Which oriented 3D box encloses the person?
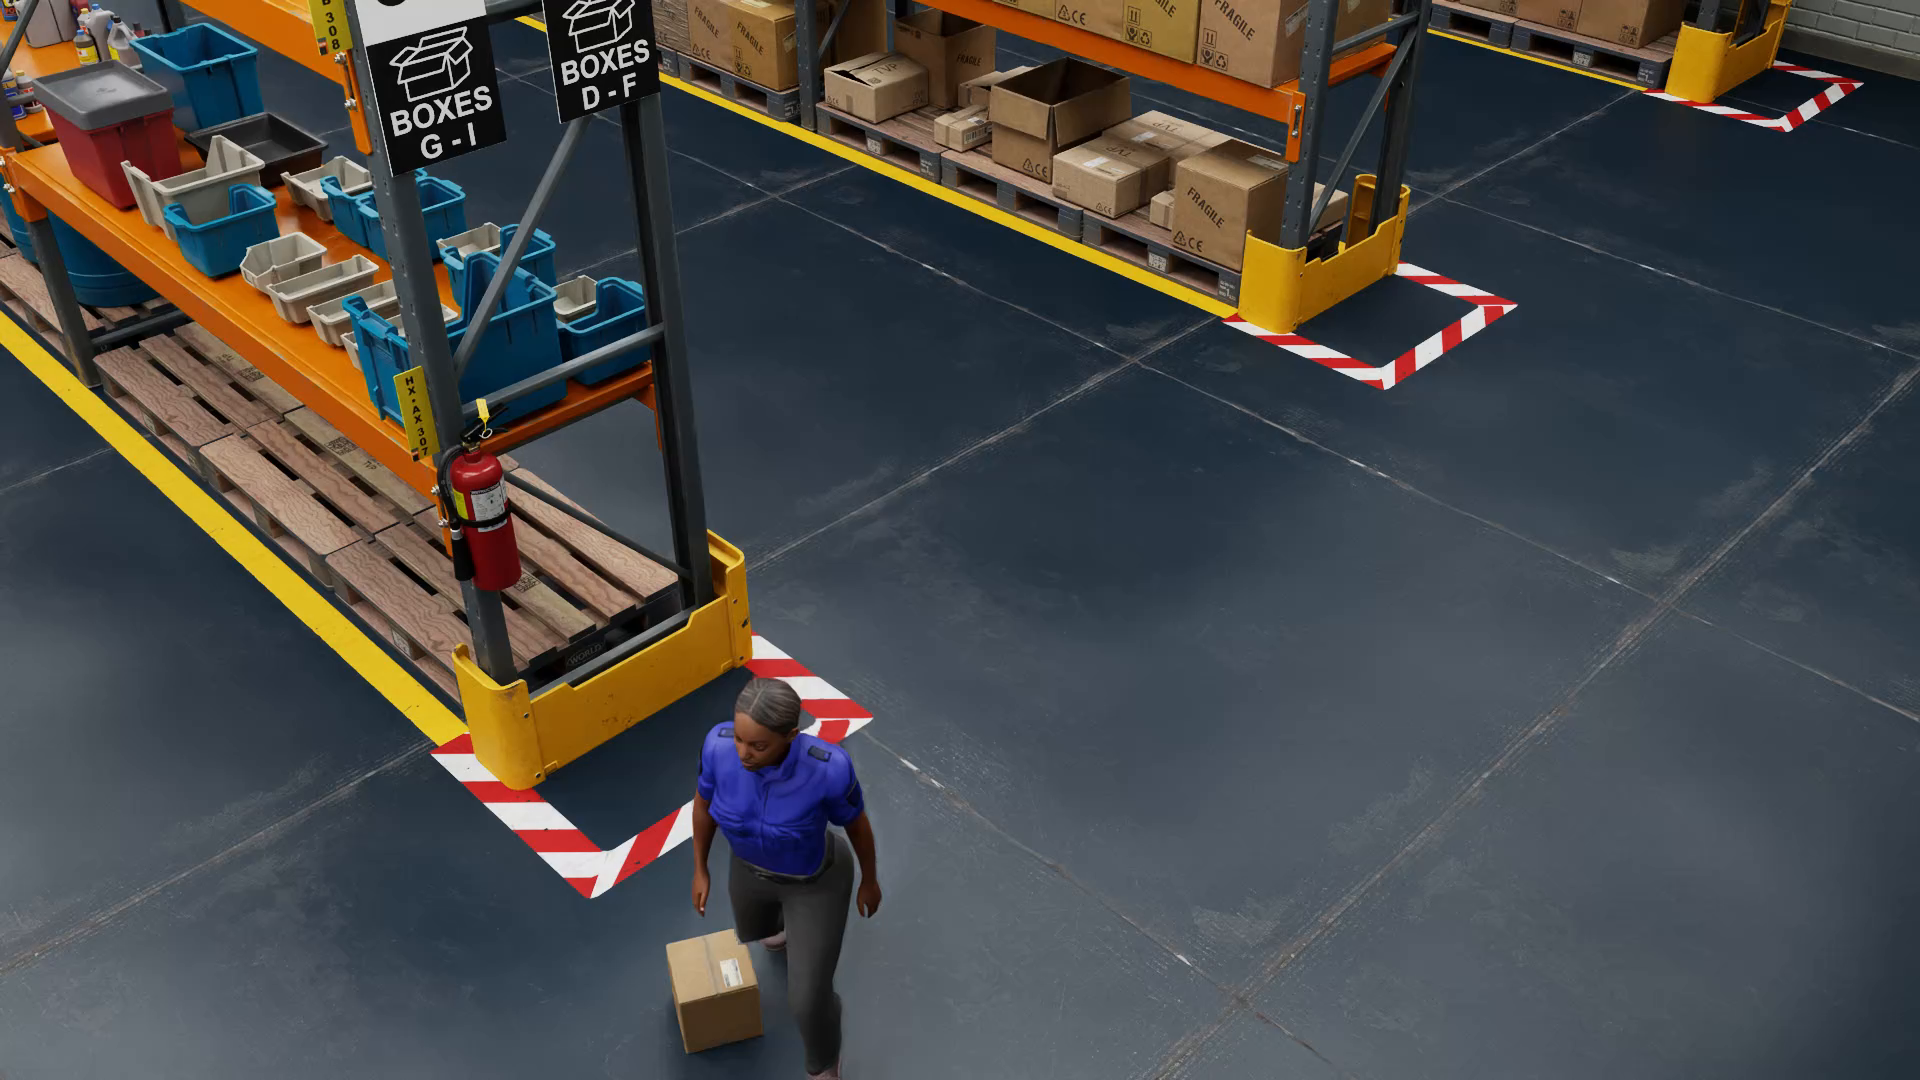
[{"bbox_3d":[-0.474,0.891,4.910,0.549,1.607,0.768,12,37,17],"label":"person"}]
